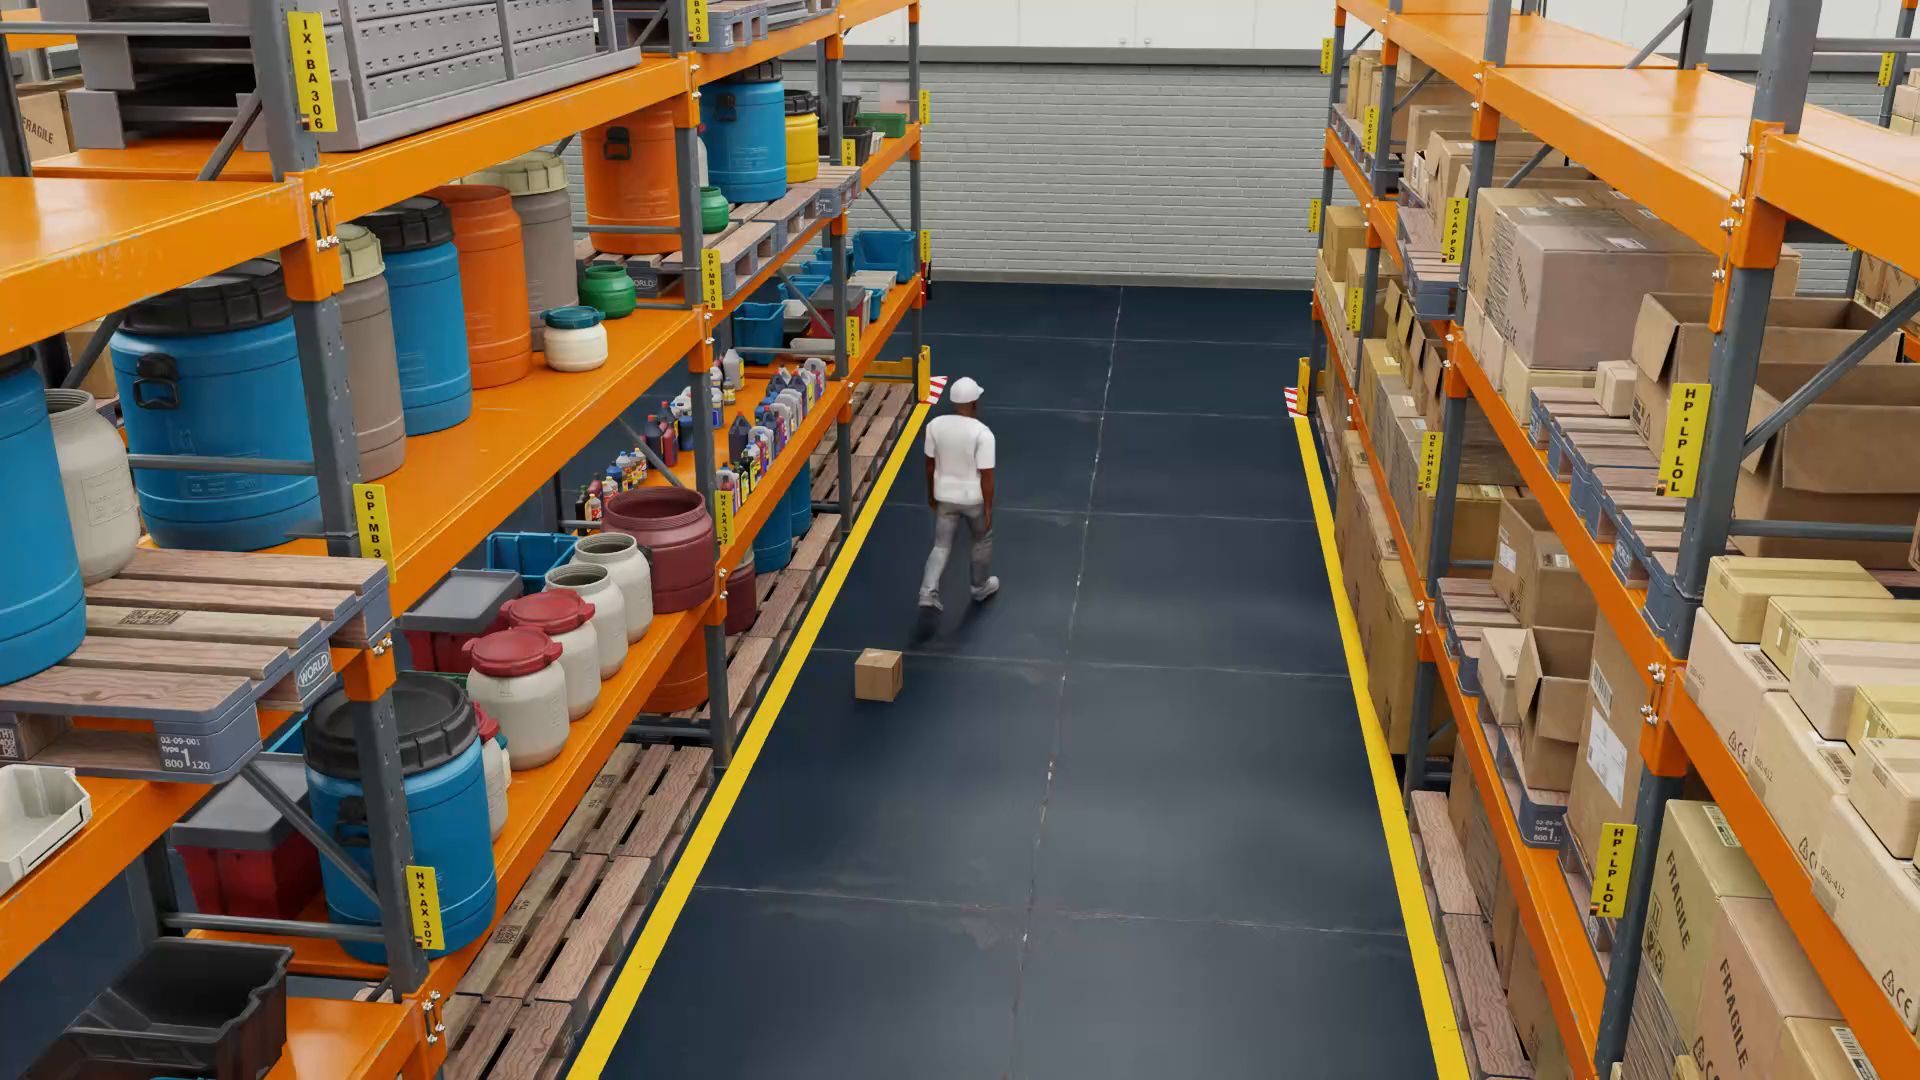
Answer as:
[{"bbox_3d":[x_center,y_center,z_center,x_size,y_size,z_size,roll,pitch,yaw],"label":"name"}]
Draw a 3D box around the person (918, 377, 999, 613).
[{"bbox_3d":[-0.007,-0.300,11.839,0.573,1.734,0.983,9,23,22],"label":"person"}]
